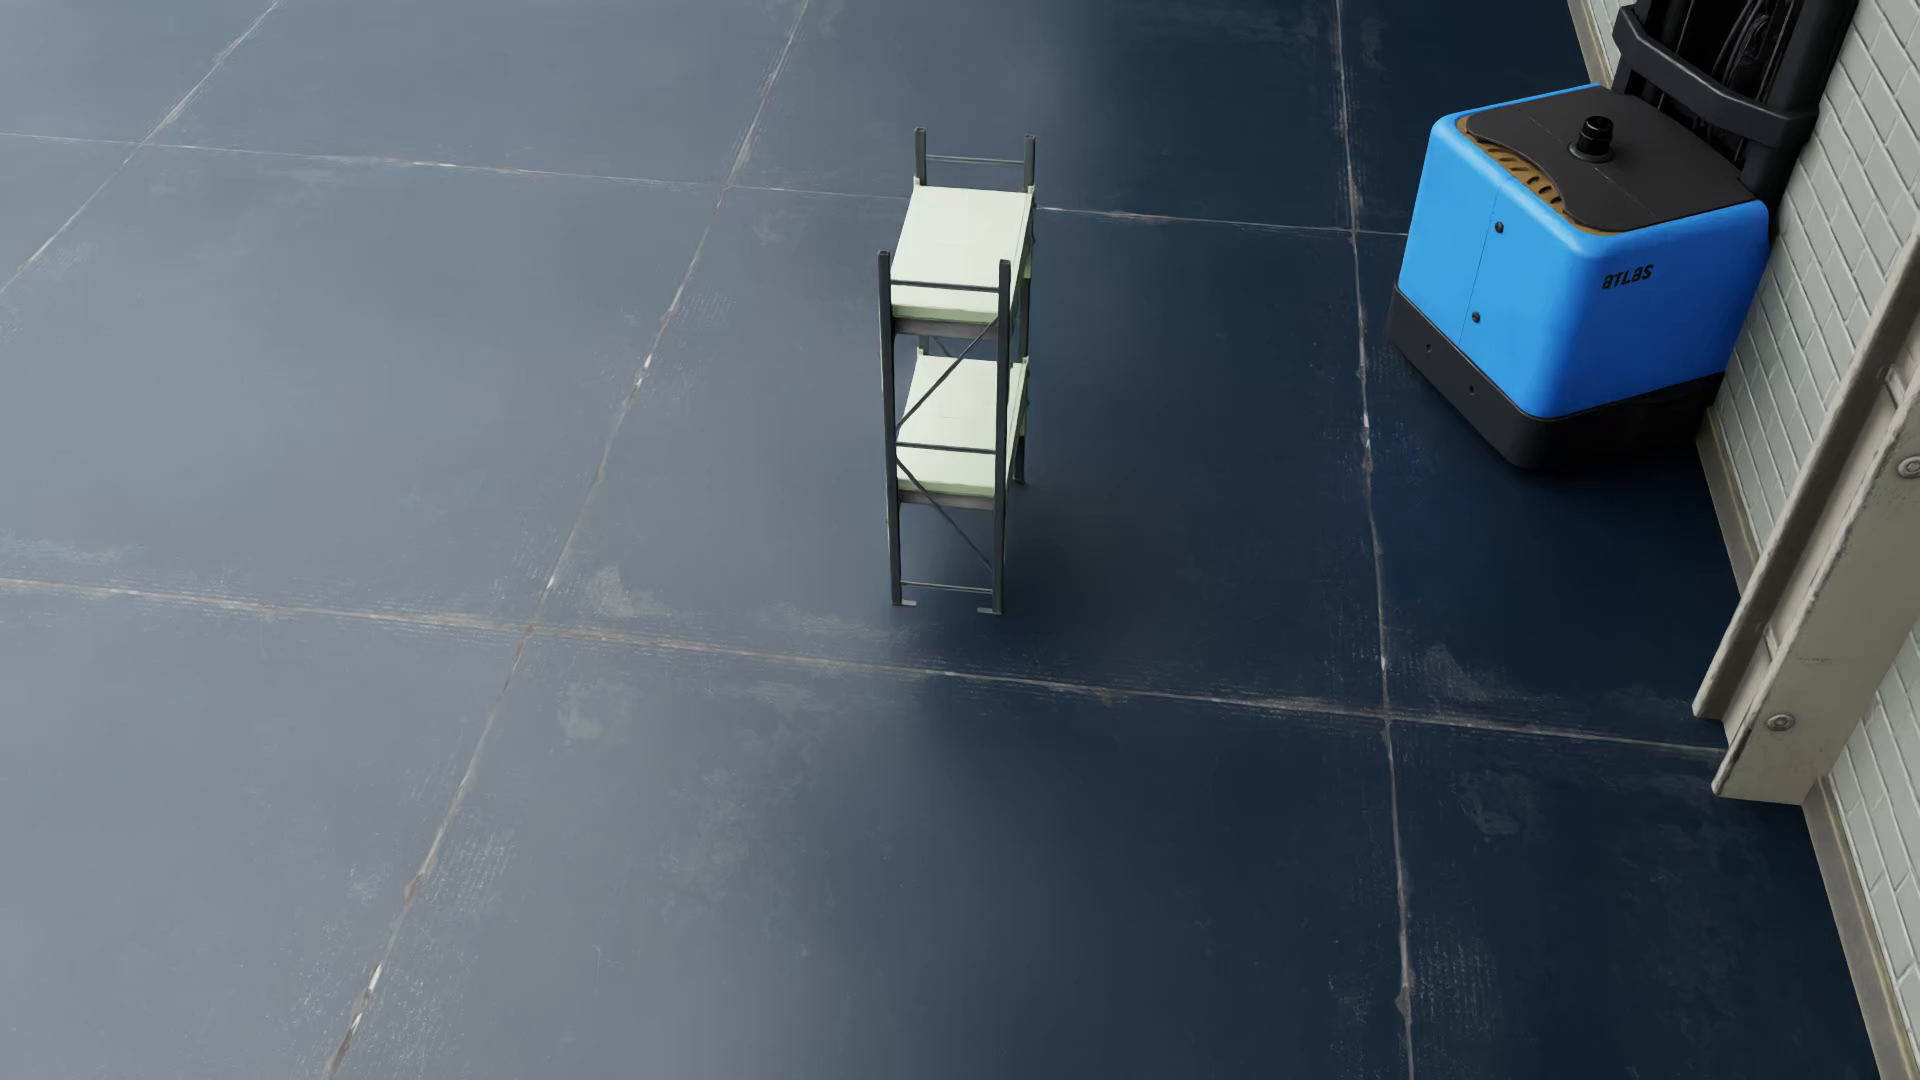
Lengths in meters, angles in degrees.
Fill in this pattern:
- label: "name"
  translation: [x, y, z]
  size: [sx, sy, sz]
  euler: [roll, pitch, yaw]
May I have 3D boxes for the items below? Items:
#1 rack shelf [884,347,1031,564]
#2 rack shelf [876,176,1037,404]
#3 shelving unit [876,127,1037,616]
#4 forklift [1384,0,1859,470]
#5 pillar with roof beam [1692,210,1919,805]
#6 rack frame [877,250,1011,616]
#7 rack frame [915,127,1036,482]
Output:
- label: "rack shelf"
  translation: [0.001, -0.312, 5.963]
  size: [0.431, 0.370, 0.720]
  euler: [5, 44, 6]
- label: "rack shelf"
  translation: [0.001, -0.833, 5.471]
  size: [0.431, 0.370, 0.720]
  euler: [5, 44, 6]
- label: "shelving unit"
  translation: [0.001, -0.549, 5.739]
  size: [0.431, 1.500, 0.755]
  euler: [5, 44, 6]
- label: "forklift"
  translation: [3.376, -1.982, 6.211]
  size: [3.031, 2.935, 1.130]
  euler: [-15, 46, -15]
- label: "pillar with roof beam"
  translation: [-1.650, -2.952, 2.823]
  size: [9.100, 9.000, 0.400]
  euler: [5, 44, 6]
- label: "rack frame"
  translation: [-0.048, -0.300, 5.476]
  size: [0.400, 1.500, 0.023]
  euler: [5, 44, 6]
- label: "rack frame"
  translation: [0.049, -0.799, 6.003]
  size: [0.400, 1.500, 0.023]
  euler: [5, 44, 6]
